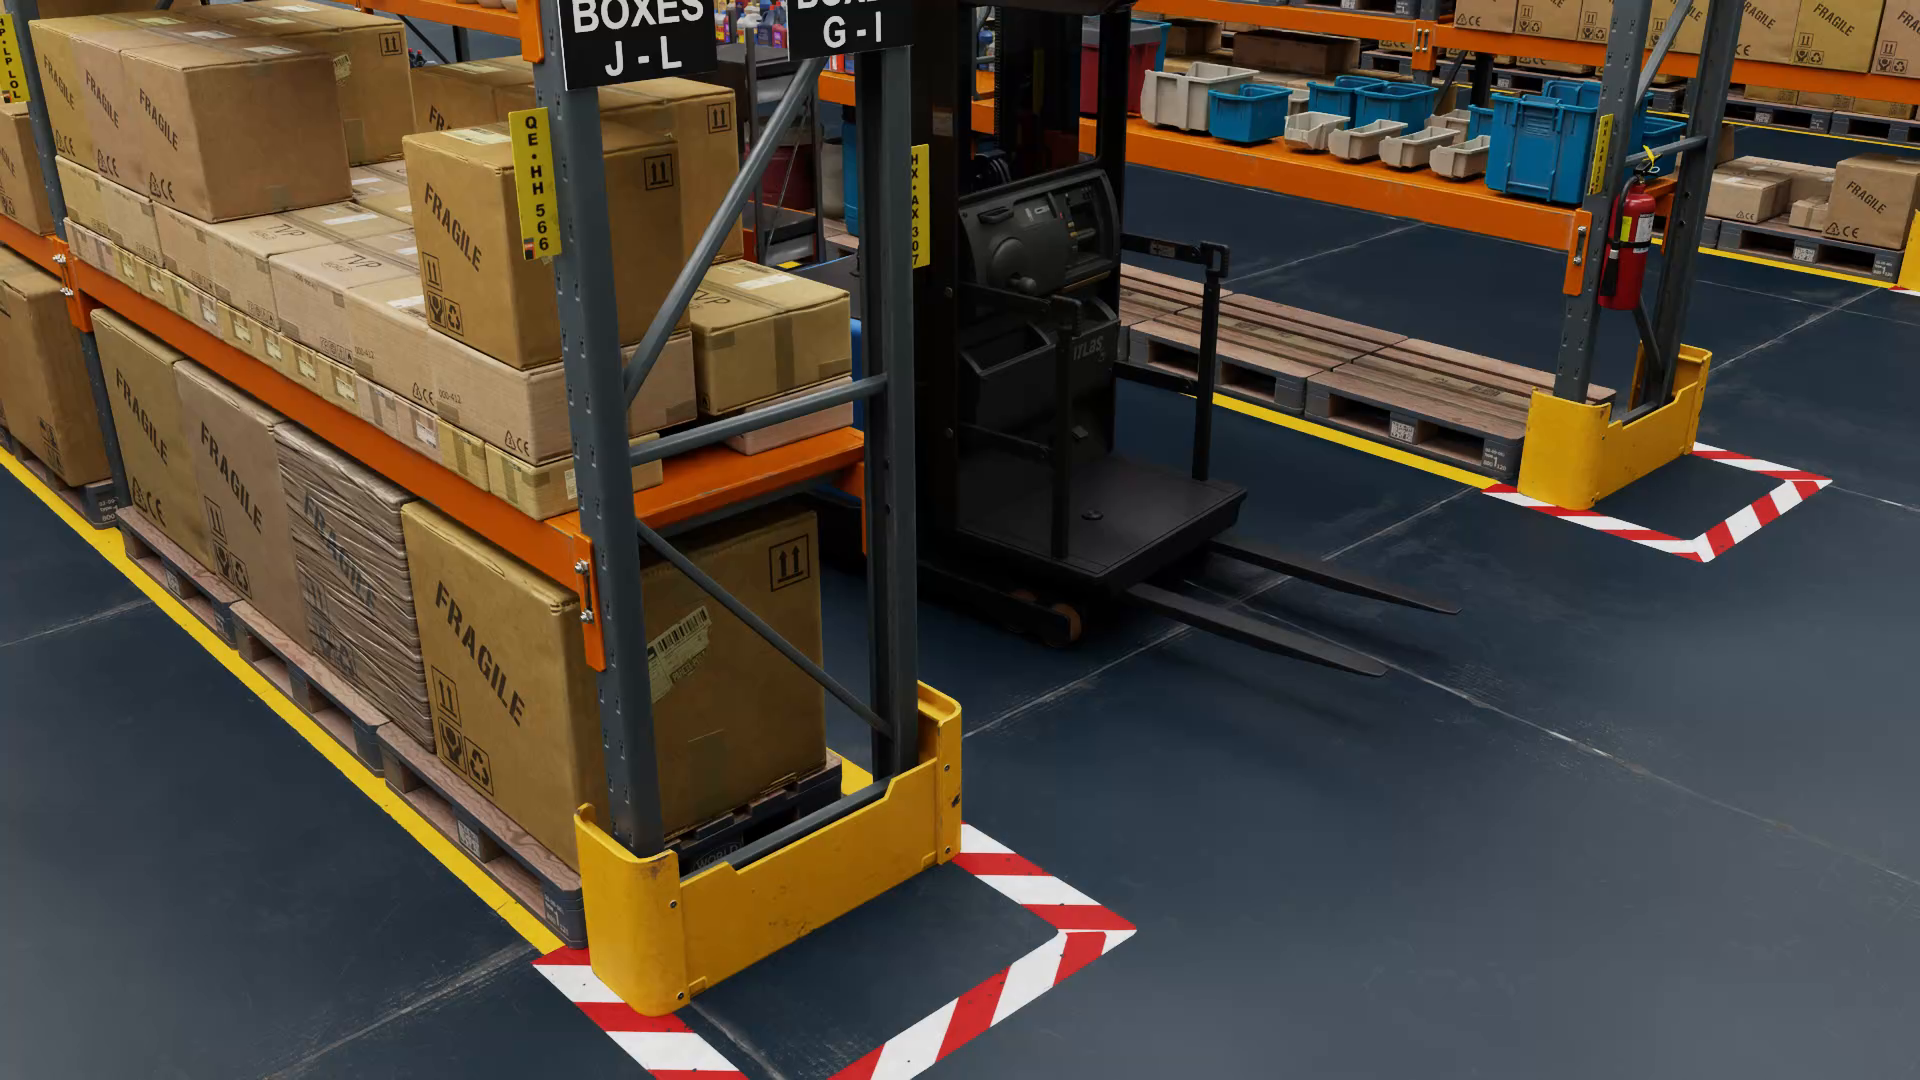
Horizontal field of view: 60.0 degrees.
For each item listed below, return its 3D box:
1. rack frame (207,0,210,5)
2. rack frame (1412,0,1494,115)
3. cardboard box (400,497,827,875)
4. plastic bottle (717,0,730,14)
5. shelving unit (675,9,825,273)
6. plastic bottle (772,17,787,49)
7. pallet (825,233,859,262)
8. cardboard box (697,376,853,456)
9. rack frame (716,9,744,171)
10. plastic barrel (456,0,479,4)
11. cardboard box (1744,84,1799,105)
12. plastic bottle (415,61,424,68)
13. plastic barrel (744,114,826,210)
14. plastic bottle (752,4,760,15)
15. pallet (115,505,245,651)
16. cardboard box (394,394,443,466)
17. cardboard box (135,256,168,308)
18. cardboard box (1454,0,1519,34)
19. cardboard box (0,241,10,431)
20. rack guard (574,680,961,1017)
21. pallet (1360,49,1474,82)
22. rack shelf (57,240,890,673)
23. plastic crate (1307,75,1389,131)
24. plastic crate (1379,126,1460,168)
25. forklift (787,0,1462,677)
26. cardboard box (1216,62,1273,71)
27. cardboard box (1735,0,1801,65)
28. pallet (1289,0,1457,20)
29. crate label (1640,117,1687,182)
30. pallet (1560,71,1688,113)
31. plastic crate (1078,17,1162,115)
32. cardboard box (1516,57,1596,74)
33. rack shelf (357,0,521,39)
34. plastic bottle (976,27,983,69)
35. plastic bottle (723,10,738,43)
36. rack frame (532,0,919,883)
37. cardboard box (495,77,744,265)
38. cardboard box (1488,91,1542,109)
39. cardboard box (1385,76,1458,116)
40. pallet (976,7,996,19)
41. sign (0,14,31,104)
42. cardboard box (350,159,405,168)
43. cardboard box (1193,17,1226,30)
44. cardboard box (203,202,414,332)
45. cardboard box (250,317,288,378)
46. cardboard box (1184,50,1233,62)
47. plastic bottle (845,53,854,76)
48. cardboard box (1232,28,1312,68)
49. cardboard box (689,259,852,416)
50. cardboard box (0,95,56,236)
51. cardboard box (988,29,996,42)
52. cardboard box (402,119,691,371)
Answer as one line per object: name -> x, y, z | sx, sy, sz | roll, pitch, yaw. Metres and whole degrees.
rack frame -> -7.850, -6.554, 18.002 | 1.000, 3.000, 0.127 | -21, 32, -38
rack frame -> 3.970, -4.322, 13.111 | 1.000, 3.000, 0.127 | -21, 32, -38
cardboard box -> -1.025, 0.303, 5.026 | 0.875, 0.875, 0.875 | -21, 32, -38
plastic bottle -> -1.794, -4.076, 12.710 | 0.061, 0.283, 0.133 | -21, 32, -38
shelving unit -> -0.927, -1.246, 7.452 | 0.503, 2.100, 0.431 | 19, 31, 35
plastic bottle -> -1.190, -3.325, 11.064 | 0.061, 0.283, 0.133 | -21, 32, -38
pallet -> -0.145, -1.895, 11.150 | 1.003, 0.211, 1.213 | -21, 32, -38
cardboard box -> -0.531, -0.388, 4.790 | 0.380, 0.149, 0.250 | -21, 32, -38
rack frame -> -1.115, -1.310, 7.592 | 0.015, 2.100, 0.400 | 19, 31, 35
plastic barrel -> -4.121, -4.829, 14.059 | 0.433, 0.535, 0.433 | 0, 25, 0
cardboard box -> 8.020, -4.527, 16.065 | 0.700, 0.500, 0.500 | -21, 32, -38
plastic bottle -> -5.332, -4.587, 16.434 | 0.061, 0.283, 0.133 | -21, 32, -38
plastic barrel -> -1.263, -2.739, 12.038 | 0.600, 0.588, 0.708 | -21, 32, -38
plastic bottle -> -1.504, -3.899, 12.421 | 0.097, 0.201, 0.097 | 0, 25, 0
pallet -> -2.801, 0.008, 6.978 | 1.003, 0.211, 1.213 | -21, 32, -38
cardboard box -> -1.364, -0.357, 4.720 | 0.380, 0.149, 0.250 | -21, 32, -38
cardboard box -> -2.763, -0.977, 6.079 | 0.380, 0.149, 0.250 | -22, 33, -40
cardboard box -> 4.120, -4.136, 12.582 | 0.500, 0.500, 0.500 | -20, 31, -37
cardboard box -> -4.327, -1.196, 8.312 | 0.875, 0.875, 1.225 | 22, 33, 40
rack guard -> -0.513, 0.843, 4.799 | 1.175, 0.500, 0.348 | -21, 32, -38
pallet -> 5.333, -5.412, 18.858 | 1.003, 0.211, 1.213 | -21, 32, -38
rack shelf -> -1.897, -0.580, 5.774 | 1.077, 0.370, 4.000 | -21, 32, -38
plastic crate -> 2.052, -2.316, 8.841 | 0.416, 0.233, 0.300 | -21, 32, -38
plastic crate -> 2.209, -1.901, 8.049 | 0.396, 0.136, 0.243 | -21, 32, -38
forklift -> 0.481, -1.170, 6.283 | 3.031, 2.935, 1.130 | 19, 31, 35
cardboard box -> 2.400, -3.911, 14.691 | 0.500, 0.500, 0.500 | 22, 33, 40
cardboard box -> 5.505, -3.523, 11.239 | 0.500, 0.500, 0.500 | -21, 32, -38
pallet -> 3.504, -4.508, 13.749 | 1.003, 0.211, 1.213 | -21, 32, -38
crate label -> 3.157, -1.826, 7.767 | 0.416, 0.233, 0.303 | -21, 32, -38
pallet -> 7.001, -4.672, 17.238 | 1.003, 0.211, 1.213 | -21, 32, -38
plastic crate -> 0.779, -2.633, 9.258 | 0.402, 0.464, 0.583 | -21, 32, -38
cardboard box -> 6.435, -5.370, 17.492 | 0.750, 0.750, 0.750 | -20, 31, -37
rack shelf -> -3.749, -4.409, 14.167 | 1.077, 0.370, 4.000 | -21, 32, -38
plastic bottle -> 0.063, -3.221, 10.846 | 0.152, 0.276, 0.135 | -21, 32, -38
plastic bottle -> -1.566, -3.491, 11.429 | 0.061, 0.283, 0.133 | -21, 32, -38
rack frame -> -0.530, -0.301, 4.296 | 1.000, 3.000, 0.127 | -21, 32, -38
cardboard box -> -1.002, -1.083, 4.929 | 0.500, 0.500, 0.500 | -22, 33, -40
cardboard box -> 4.567, -3.293, 13.336 | 0.500, 0.500, 0.500 | -21, 32, -38
cardboard box -> 3.817, -3.601, 14.011 | 0.500, 0.500, 0.500 | 22, 33, 39
pallet -> 0.793, -7.447, 23.320 | 1.003, 0.211, 1.213 | -21, 32, -38
sign -> -3.653, -1.847, 6.385 | 0.100, 0.325, 0.005 | -21, 32, -38
cardboard box -> -2.415, -1.365, 6.450 | 0.500, 0.250, 0.500 | -20, 31, -37
cardboard box -> 3.340, -6.689, 20.779 | 0.700, 0.500, 0.500 | -21, 32, -38
cardboard box -> -2.108, -0.905, 5.441 | 0.500, 0.250, 0.500 | -21, 32, -38
cardboard box -> -2.058, -0.665, 5.396 | 0.380, 0.149, 0.250 | -20, 32, -37
cardboard box -> 2.400, -4.223, 15.376 | 0.500, 0.500, 0.500 | 22, 33, 40
plastic bottle -> -0.642, -3.137, 10.573 | 0.144, 0.351, 0.185 | -21, 32, -38
cardboard box -> 2.791, -4.397, 14.852 | 0.500, 0.250, 0.500 | -22, 32, -39
cardboard box -> -0.661, -0.590, 4.753 | 0.500, 0.250, 0.500 | -22, 33, -40
cardboard box -> -3.783, -1.623, 7.073 | 0.500, 0.500, 0.500 | -21, 32, -38
cardboard box -> 0.338, -4.974, 16.670 | 0.500, 0.311, 0.500 | -22, 32, -39
cardboard box -> -1.054, -0.783, 4.270 | 0.500, 0.500, 0.500 | -21, 32, -38
